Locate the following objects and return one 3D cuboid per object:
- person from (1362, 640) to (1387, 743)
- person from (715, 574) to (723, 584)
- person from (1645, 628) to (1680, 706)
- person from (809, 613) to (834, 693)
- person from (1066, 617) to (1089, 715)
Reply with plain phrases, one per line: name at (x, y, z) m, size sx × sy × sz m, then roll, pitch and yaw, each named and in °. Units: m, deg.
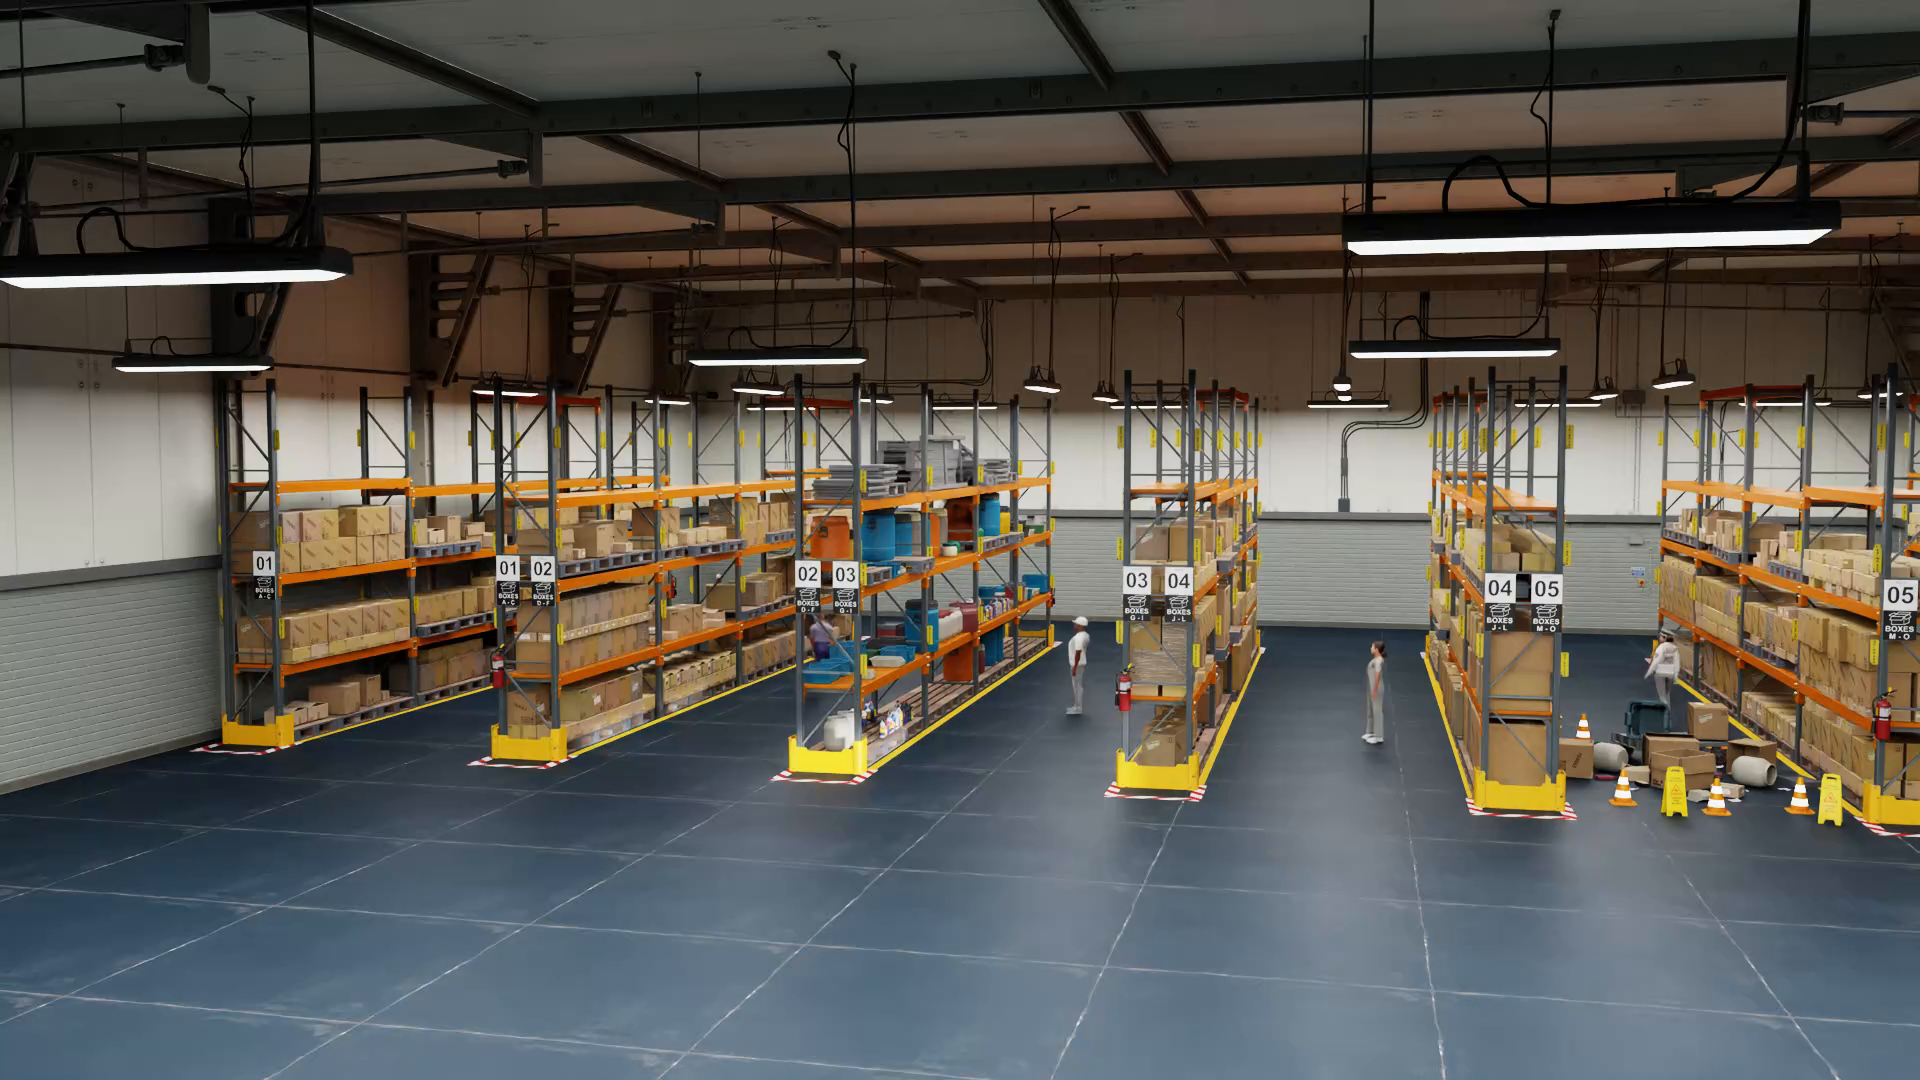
person at (6.893, 2.503, 27.630) m, size 0.376 × 1.675 × 0.483 m, roll 0°, pitch 3°, yaw -4°
person at (-5.959, 1.708, 41.635) m, size 0.416 × 1.717 × 0.556 m, roll 1°, pitch 4°, yaw 24°
person at (12.385, 2.396, 29.280) m, size 0.563 × 1.700 × 0.738 m, roll 0°, pitch 3°, yaw 2°
person at (-2.711, 2.242, 32.824) m, size 0.542 × 1.672 × 0.600 m, roll -2°, pitch 4°, yaw -26°
person at (2.145, 2.278, 30.364) m, size 0.433 × 1.770 × 0.627 m, roll 0°, pitch 3°, yaw 2°
